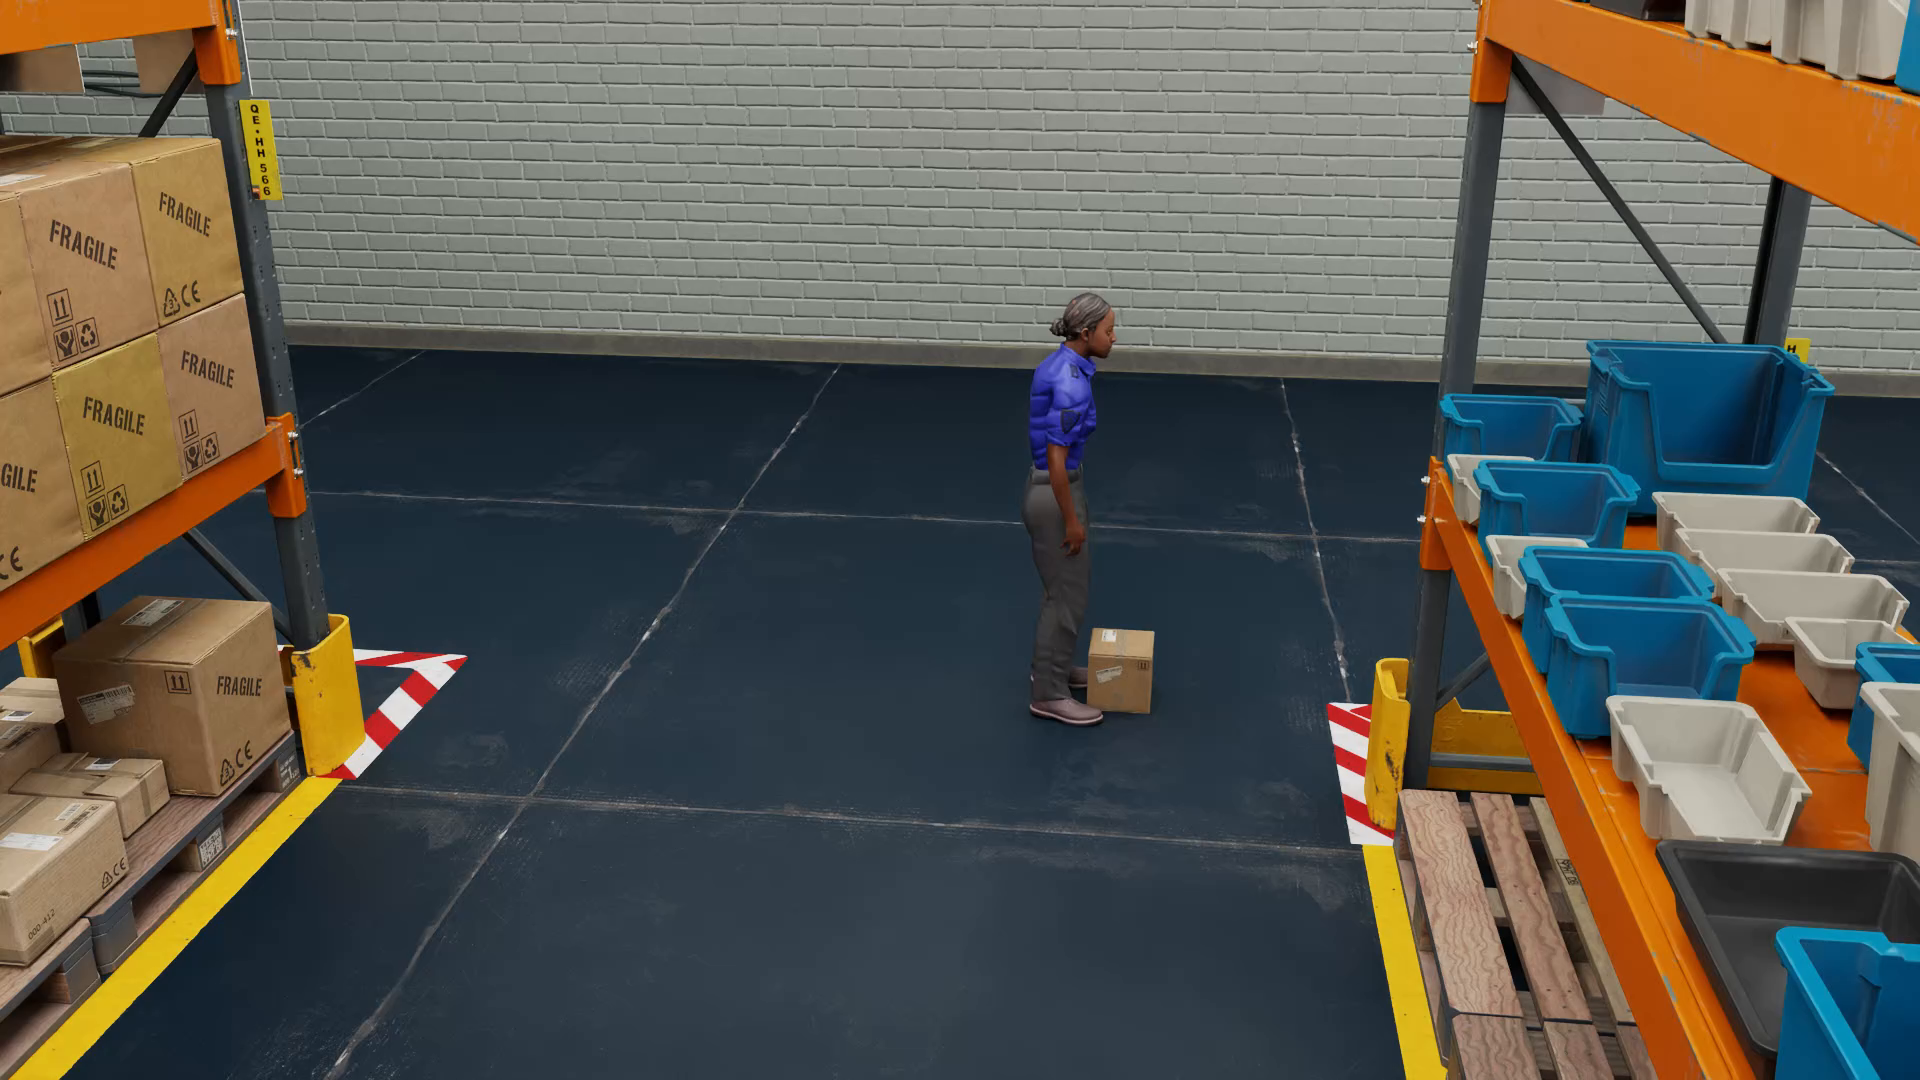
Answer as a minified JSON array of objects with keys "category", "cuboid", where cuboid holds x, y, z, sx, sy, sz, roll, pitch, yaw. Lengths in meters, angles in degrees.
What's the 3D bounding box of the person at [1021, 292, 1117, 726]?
[{"category":"person","cuboid":[0.412,-0.135,6.440,0.351,1.653,0.528,1,21,3]}]
